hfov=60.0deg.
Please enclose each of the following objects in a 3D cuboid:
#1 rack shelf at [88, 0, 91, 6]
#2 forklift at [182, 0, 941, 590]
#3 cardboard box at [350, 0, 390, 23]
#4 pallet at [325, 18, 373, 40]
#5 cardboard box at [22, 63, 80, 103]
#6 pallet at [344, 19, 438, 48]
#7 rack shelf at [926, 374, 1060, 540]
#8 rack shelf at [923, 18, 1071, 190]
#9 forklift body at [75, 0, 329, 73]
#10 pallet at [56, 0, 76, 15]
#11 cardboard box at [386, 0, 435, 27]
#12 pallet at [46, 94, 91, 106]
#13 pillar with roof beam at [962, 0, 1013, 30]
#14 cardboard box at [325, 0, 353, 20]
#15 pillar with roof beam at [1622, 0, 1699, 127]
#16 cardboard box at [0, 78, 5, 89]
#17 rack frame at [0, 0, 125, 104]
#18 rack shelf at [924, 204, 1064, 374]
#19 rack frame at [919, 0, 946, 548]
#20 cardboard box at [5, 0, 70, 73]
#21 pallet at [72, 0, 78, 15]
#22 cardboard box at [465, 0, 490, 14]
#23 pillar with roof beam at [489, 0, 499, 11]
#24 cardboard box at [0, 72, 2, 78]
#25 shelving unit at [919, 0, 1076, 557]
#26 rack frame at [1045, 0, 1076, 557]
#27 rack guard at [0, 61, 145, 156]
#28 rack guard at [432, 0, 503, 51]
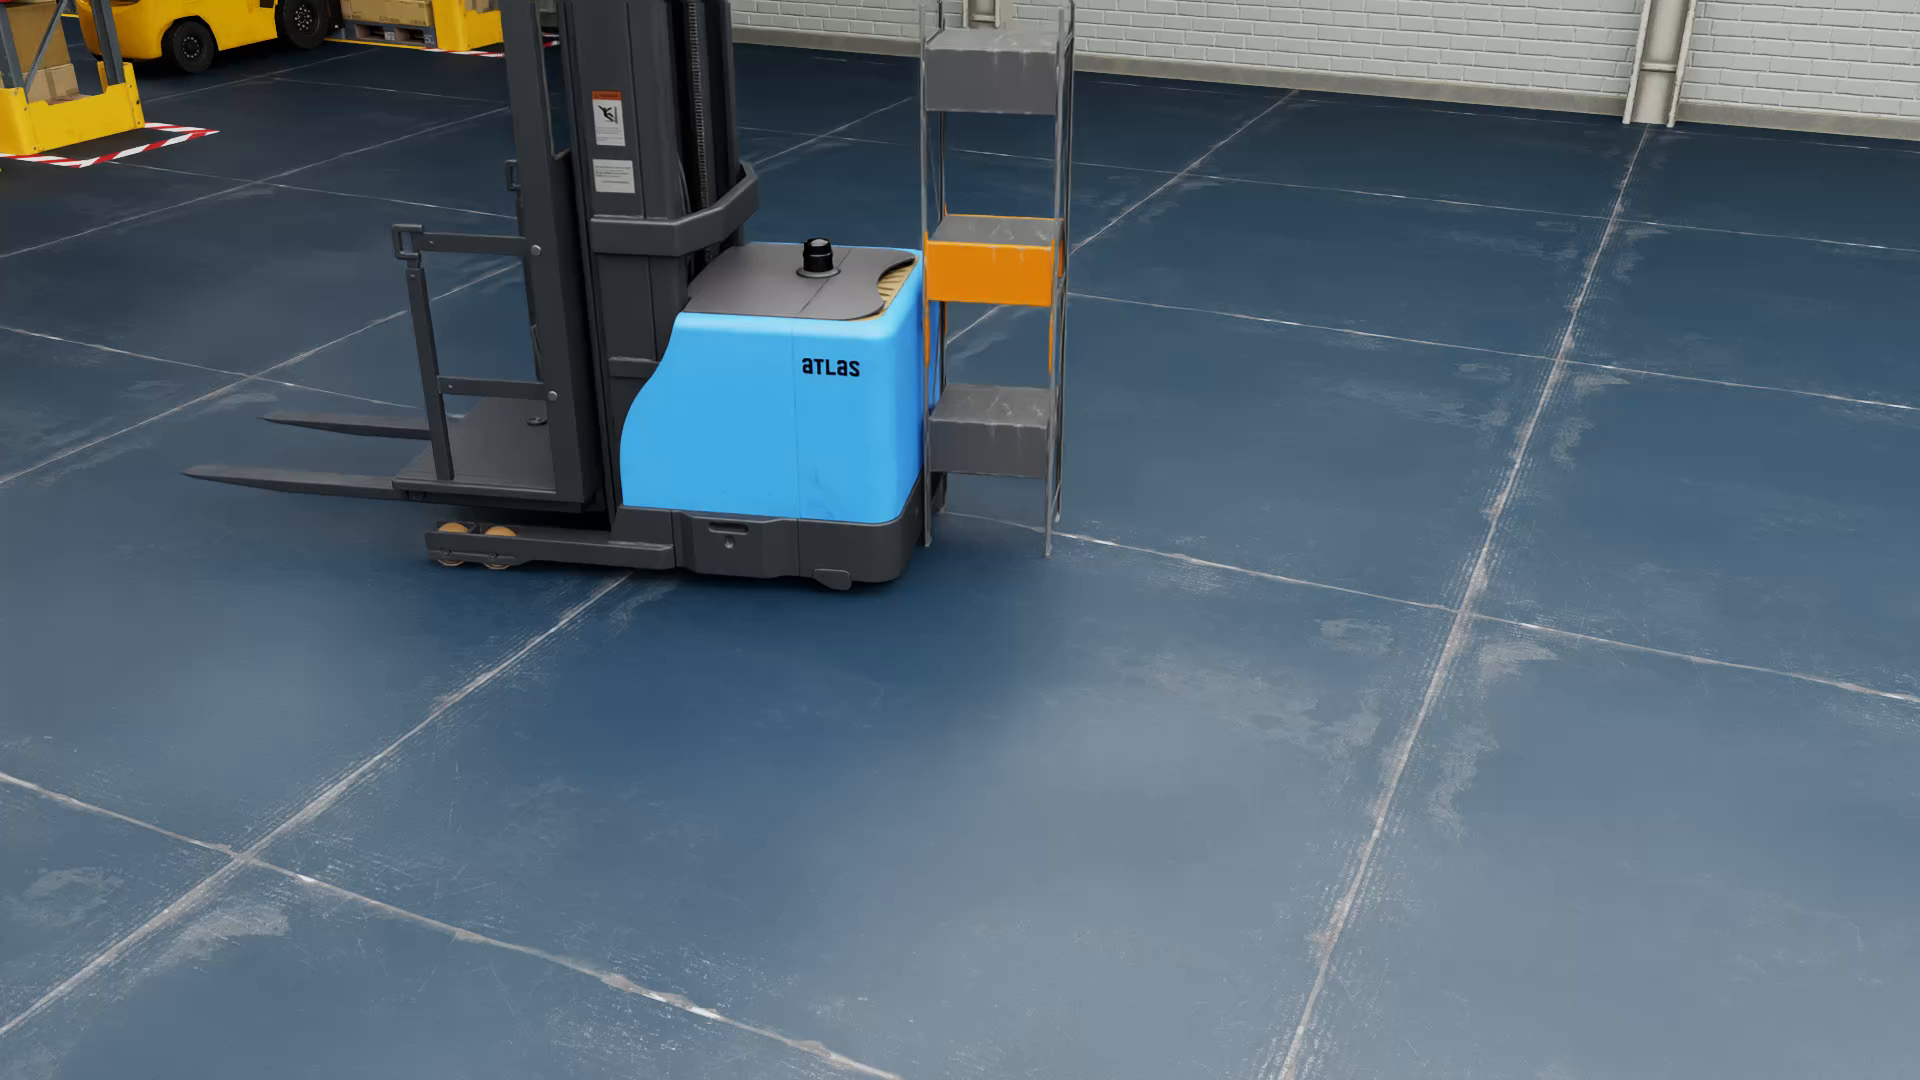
[{"bbox_3d":[-8.811,-4.573,13.456,4.000,0.370,1.077,11,28,22],"label":"rack shelf"},{"bbox_3d":[-1.638,-1.422,6.321,3.031,2.935,1.130,4,27,9],"label":"forklift"},{"bbox_3d":[-5.947,-5.535,17.233,0.500,0.250,0.500,11,28,22],"label":"cardboard box"},{"bbox_3d":[-6.759,-5.622,17.930,1.213,0.211,1.003,11,28,22],"label":"pallet"},{"bbox_3d":[-7.610,-3.743,13.595,0.500,0.250,0.500,11,28,21],"label":"cardboard box"},{"bbox_3d":[-5.653,-5.398,17.476,1.213,0.211,1.003,11,28,22],"label":"pallet"},{"bbox_3d":[0.140,-0.338,6.675,0.480,0.518,0.431,4,27,9],"label":"rack shelf"},{"bbox_3d":[0.140,-1.594,6.057,0.480,0.518,0.431,4,27,9],"label":"rack shelf"},{"bbox_3d":[-7.421,-5.759,16.012,1.214,2.155,2.313,11,28,22],"label":"forklift body"},{"bbox_3d":[-10.382,-6.348,19.405,1.213,0.211,1.003,11,28,22],"label":"pallet"},{"bbox_3d":[-5.498,-5.440,17.041,0.500,0.250,0.500,12,28,22],"label":"cardboard box"},{"bbox_3d":[-7.785,-3.455,13.529,1.213,0.211,1.003,11,28,22],"label":"pallet"},{"bbox_3d":[-1.520,-6.880,10.535,0.400,9.000,9.100,11,28,22],"label":"pillar with roof beam"},{"bbox_3d":[-6.398,-5.630,17.427,0.500,0.250,0.500,12,29,22],"label":"cardboard box"},{"bbox_3d":[3.942,-5.782,8.307,0.400,9.000,9.100,11,28,22],"label":"pillar with roof beam"},{"bbox_3d":[-7.860,-3.529,13.159,0.500,0.250,0.500,11,28,22],"label":"cardboard box"},{"bbox_3d":[-6.991,-4.530,12.555,0.127,3.000,1.000,11,28,22],"label":"rack frame"},{"bbox_3d":[0.140,-0.966,6.366,0.480,0.518,0.431,4,27,9],"label":"rack shelf"},{"bbox_3d":[-0.100,-0.996,6.396,0.015,2.100,0.400,4,27,9],"label":"rack frame"},{"bbox_3d":[-7.632,-4.084,13.437,0.500,0.500,0.500,10,28,20],"label":"cardboard box"},{"bbox_3d":[-9.267,-6.126,18.953,1.213,0.211,1.003,11,28,22],"label":"pallet"},{"bbox_3d":[-5.305,-5.650,17.467,0.500,0.250,0.500,11,28,22],"label":"cardboard box"},{"bbox_3d":[-6.982,-7.977,12.764,0.400,9.000,9.100,11,28,22],"label":"pillar with roof beam"},{"bbox_3d":[-7.828,-3.863,12.988,0.500,0.500,0.500,12,28,22],"label":"cardboard box"},{"bbox_3d":[0.140,-0.978,6.360,0.503,2.100,0.431,4,27,9],"label":"shelving unit"},{"bbox_3d":[0.381,-0.960,6.323,0.015,2.100,0.400,4,27,9],"label":"rack frame"},{"bbox_3d":[-7.060,-3.422,13.135,0.348,0.500,1.175,11,28,22],"label":"rack guard"},{"bbox_3d":[-4.917,-5.401,17.153,0.348,0.500,1.175,11,28,22],"label":"rack guard"}]
